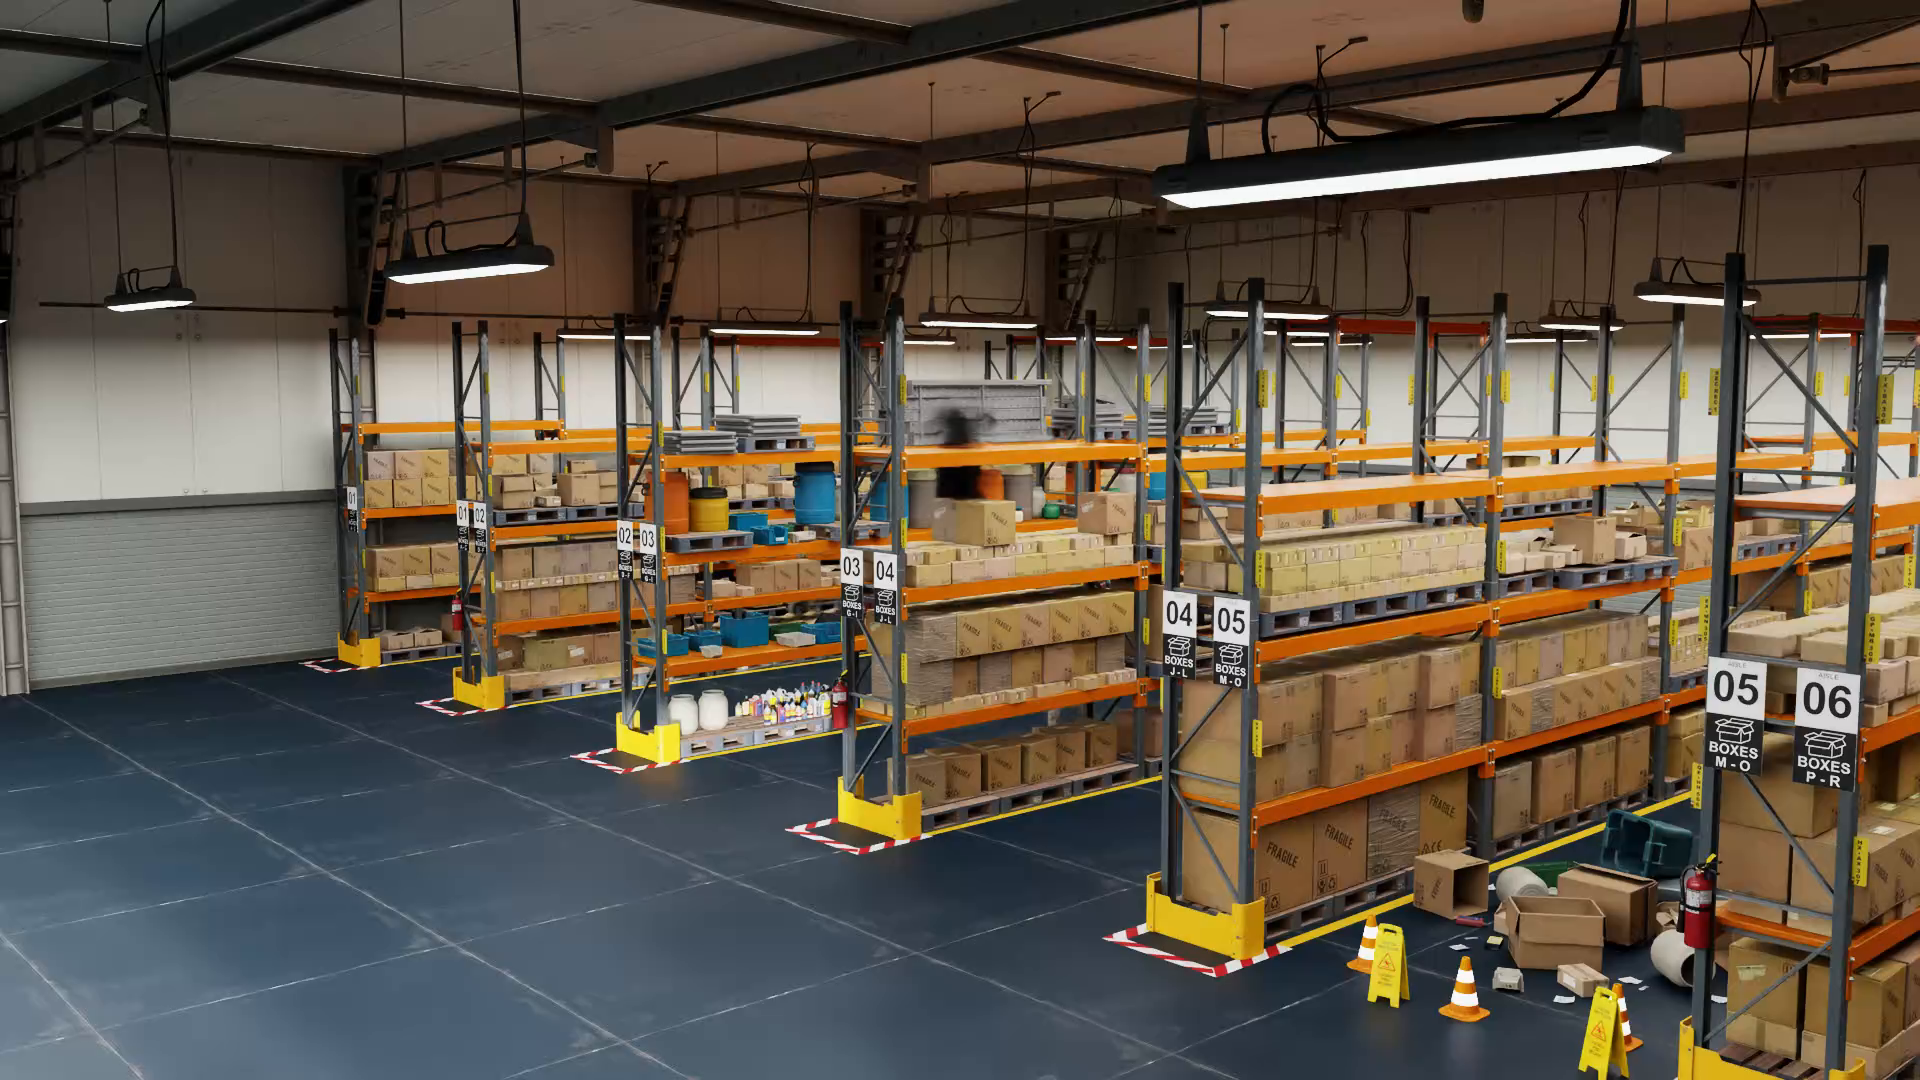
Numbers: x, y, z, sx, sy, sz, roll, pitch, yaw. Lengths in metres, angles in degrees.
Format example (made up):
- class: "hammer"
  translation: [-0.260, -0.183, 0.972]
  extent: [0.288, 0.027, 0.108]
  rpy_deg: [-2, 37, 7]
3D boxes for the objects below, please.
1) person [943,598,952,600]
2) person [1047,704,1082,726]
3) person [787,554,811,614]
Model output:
- class: "person"
  translation: [-0.279, 1.396, 29.490]
  extent: [0.721, 1.821, 0.729]
  rpy_deg: [5, 8, 44]
- class: "person"
  translation: [1.466, 1.990, 22.873]
  extent: [0.695, 1.784, 1.000]
  rpy_deg: [5, 7, 39]
- class: "person"
  translation: [-3.202, 1.034, 33.074]
  extent: [0.576, 1.684, 0.906]
  rpy_deg: [5, 7, 40]
